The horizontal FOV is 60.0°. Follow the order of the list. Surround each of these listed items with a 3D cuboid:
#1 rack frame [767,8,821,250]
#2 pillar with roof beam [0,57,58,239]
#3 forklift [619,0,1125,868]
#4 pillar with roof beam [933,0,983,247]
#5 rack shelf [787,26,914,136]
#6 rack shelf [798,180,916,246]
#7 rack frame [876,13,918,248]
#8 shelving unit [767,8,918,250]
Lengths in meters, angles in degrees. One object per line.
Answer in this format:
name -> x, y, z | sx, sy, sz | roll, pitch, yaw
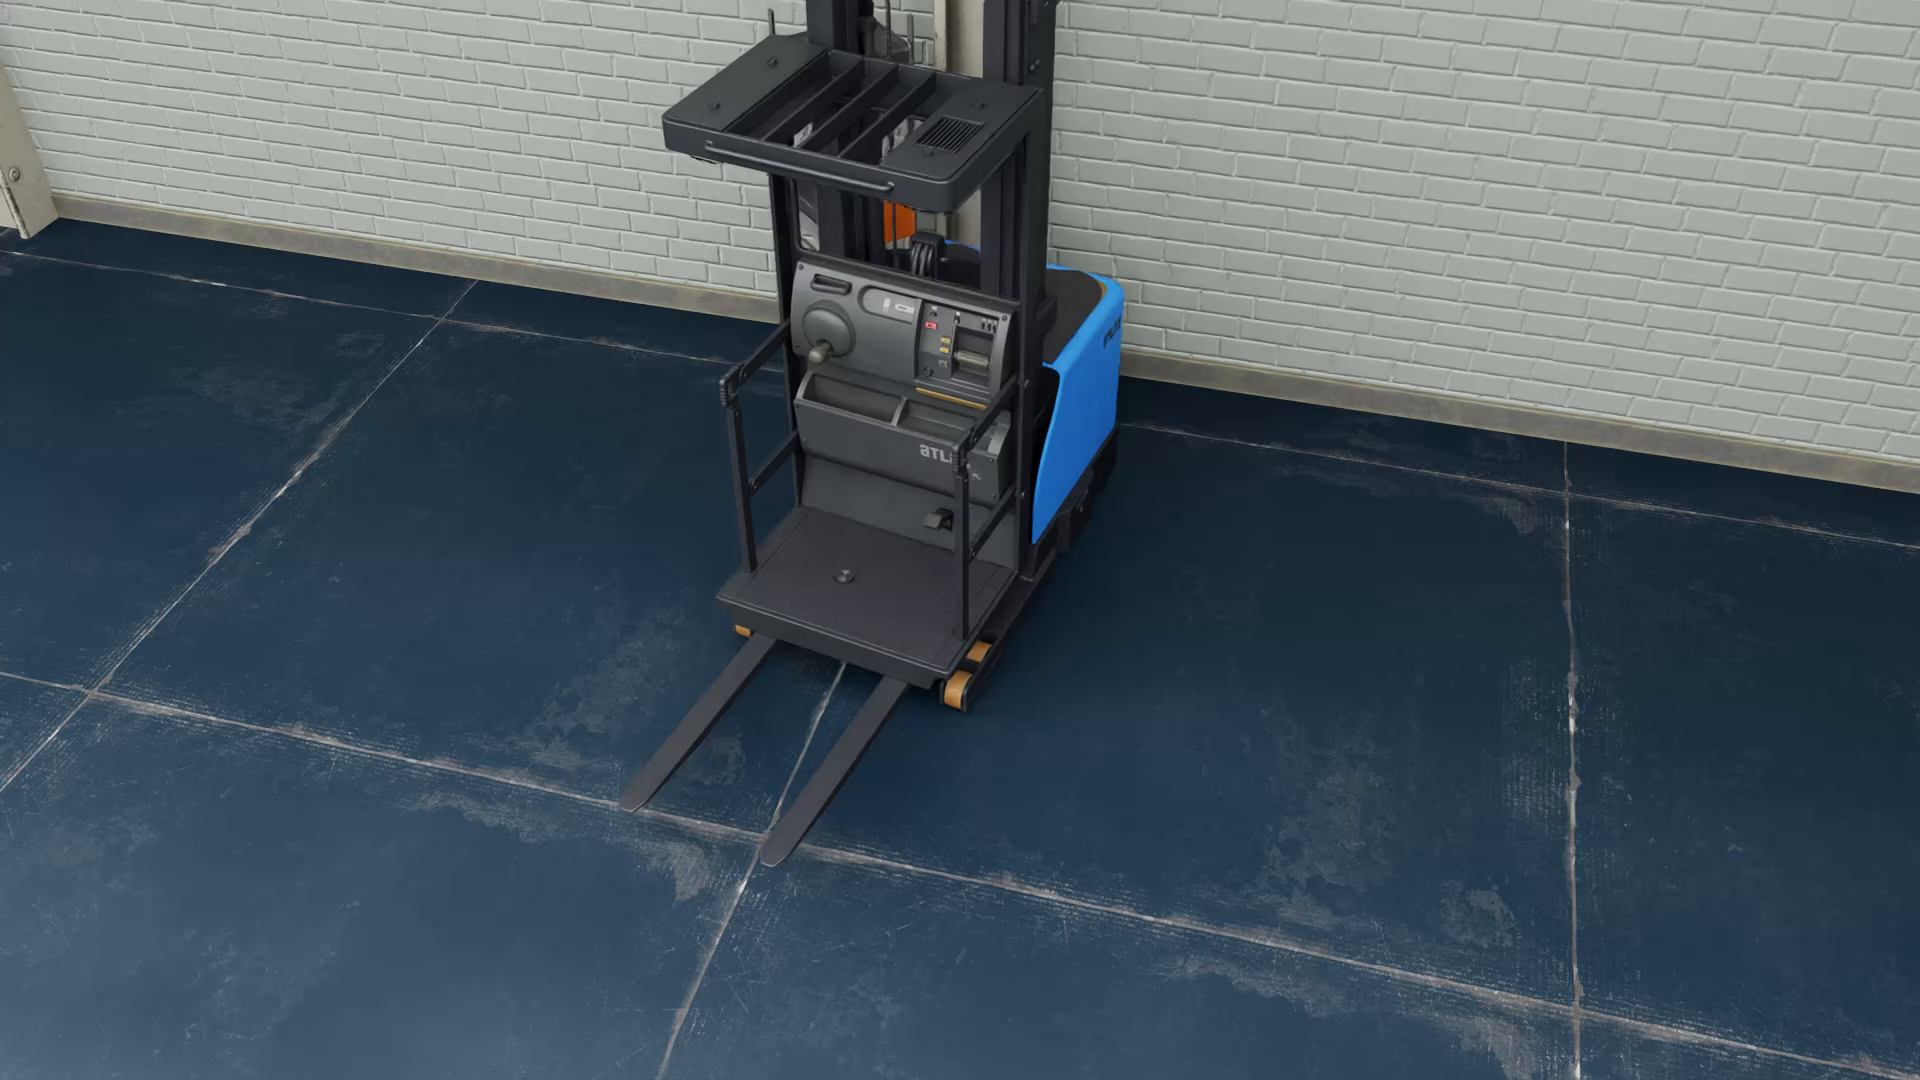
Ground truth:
rack frame -> -0.726, -1.400, 7.785 | 0.015, 2.100, 0.400 | -22, 45, -24
pillar with roof beam -> -6.799, -2.689, 3.954 | 0.400, 9.000, 9.100 | 10, 41, 11
forklift -> -0.329, -0.742, 6.355 | 1.130, 2.935, 3.031 | 17, 43, 19
pillar with roof beam -> -1.003, -1.691, 2.767 | 0.400, 9.000, 9.100 | 10, 41, 11
rack shelf -> -0.519, -2.009, 7.443 | 0.480, 0.518, 0.431 | -22, 45, -24
rack shelf -> -0.519, -1.473, 7.893 | 0.480, 0.518, 0.431 | -22, 45, -24
rack frame -> -0.313, -1.567, 7.983 | 0.015, 2.100, 0.400 | -22, 45, -24
shelving unit -> -0.519, -1.484, 7.884 | 0.503, 2.100, 0.431 | -22, 45, -24
